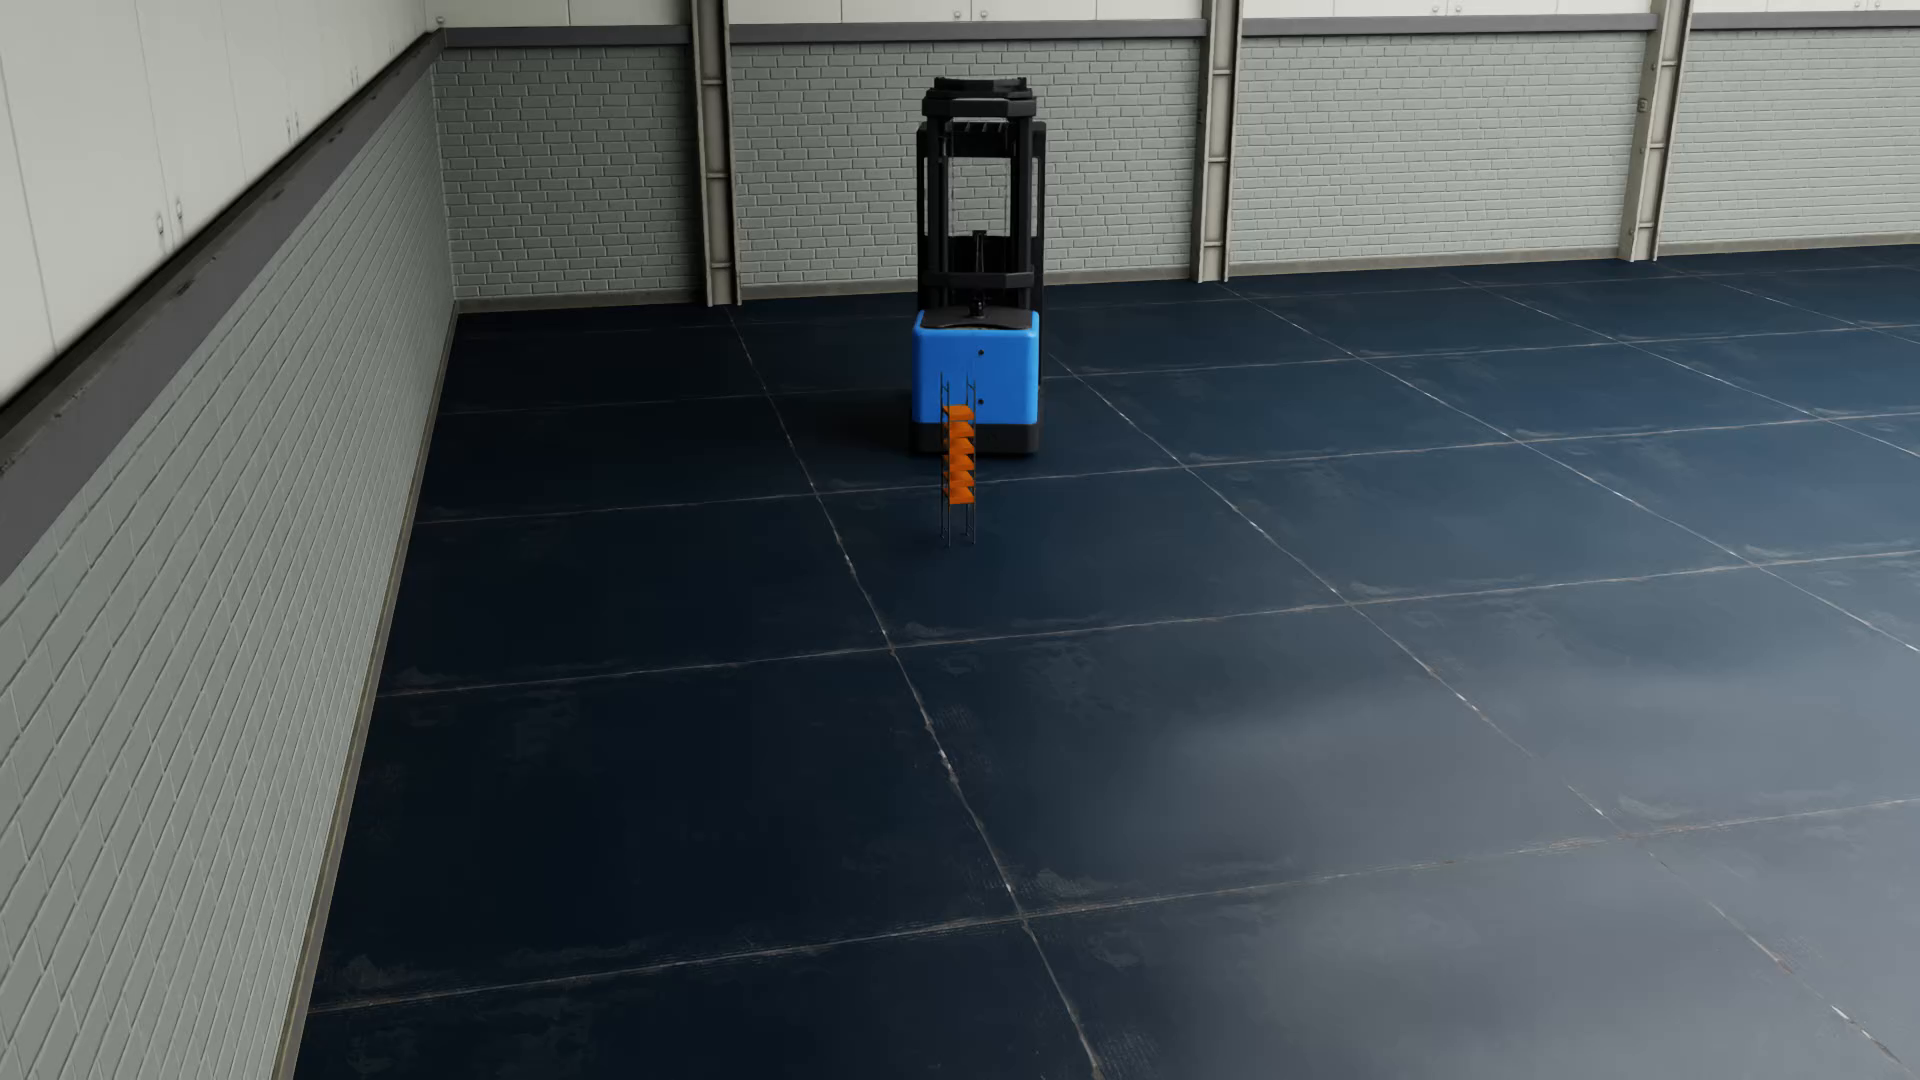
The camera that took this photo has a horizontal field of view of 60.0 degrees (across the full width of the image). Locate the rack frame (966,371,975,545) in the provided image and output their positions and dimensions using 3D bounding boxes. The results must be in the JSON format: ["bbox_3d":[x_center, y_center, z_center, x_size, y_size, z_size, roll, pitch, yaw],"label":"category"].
[{"bbox_3d":[0.075,-0.569,11.625,0.006,1.200,0.240,-5,21,-12],"label":"rack frame"}]

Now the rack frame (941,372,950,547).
[{"bbox_3d":[-0.103,-0.555,11.585,0.006,1.200,0.240,-5,21,-12],"label":"rack frame"}]

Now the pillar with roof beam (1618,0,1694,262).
[{"bbox_3d":[9.914,-6.491,16.452,0.400,9.000,9.100,-5,21,-12],"label":"pillar with roof beam"}]

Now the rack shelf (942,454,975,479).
[{"bbox_3d":[-0.014,-0.521,11.620,0.180,0.103,0.258,-5,21,-12],"label":"rack shelf"}]

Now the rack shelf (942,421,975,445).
[{"bbox_3d":[-0.014,-0.746,11.538,0.180,0.103,0.258,-5,21,-12],"label":"rack shelf"}]

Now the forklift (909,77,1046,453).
[{"bbox_3d":[0.190,-2.543,14.495,1.130,2.935,3.031,1,20,3],"label":"forklift"}]

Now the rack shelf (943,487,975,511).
[{"bbox_3d":[-0.014,-0.295,11.703,0.180,0.103,0.258,-5,21,-12],"label":"rack shelf"}]

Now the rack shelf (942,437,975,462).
[{"bbox_3d":[-0.014,-0.633,11.579,0.180,0.103,0.258,-5,21,-12],"label":"rack shelf"}]

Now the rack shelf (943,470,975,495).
[{"bbox_3d":[-0.014,-0.408,11.662,0.180,0.103,0.258,-5,21,-12],"label":"rack shelf"}]

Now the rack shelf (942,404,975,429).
[{"bbox_3d":[-0.014,-0.859,11.497,0.180,0.103,0.258,-5,21,-12],"label":"rack shelf"}]

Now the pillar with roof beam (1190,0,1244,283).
[{"bbox_3d":[4.075,-6.016,15.155,0.400,9.000,9.100,-5,21,-12],"label":"pillar with roof beam"}]

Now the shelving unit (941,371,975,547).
[{"bbox_3d":[-0.014,-0.562,11.605,0.189,1.200,0.258,-5,21,-12],"label":"shelving unit"}]

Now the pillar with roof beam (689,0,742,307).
[{"bbox_3d":[-1.764,-5.541,13.859,0.400,9.000,9.100,-5,21,-12],"label":"pillar with roof beam"}]
